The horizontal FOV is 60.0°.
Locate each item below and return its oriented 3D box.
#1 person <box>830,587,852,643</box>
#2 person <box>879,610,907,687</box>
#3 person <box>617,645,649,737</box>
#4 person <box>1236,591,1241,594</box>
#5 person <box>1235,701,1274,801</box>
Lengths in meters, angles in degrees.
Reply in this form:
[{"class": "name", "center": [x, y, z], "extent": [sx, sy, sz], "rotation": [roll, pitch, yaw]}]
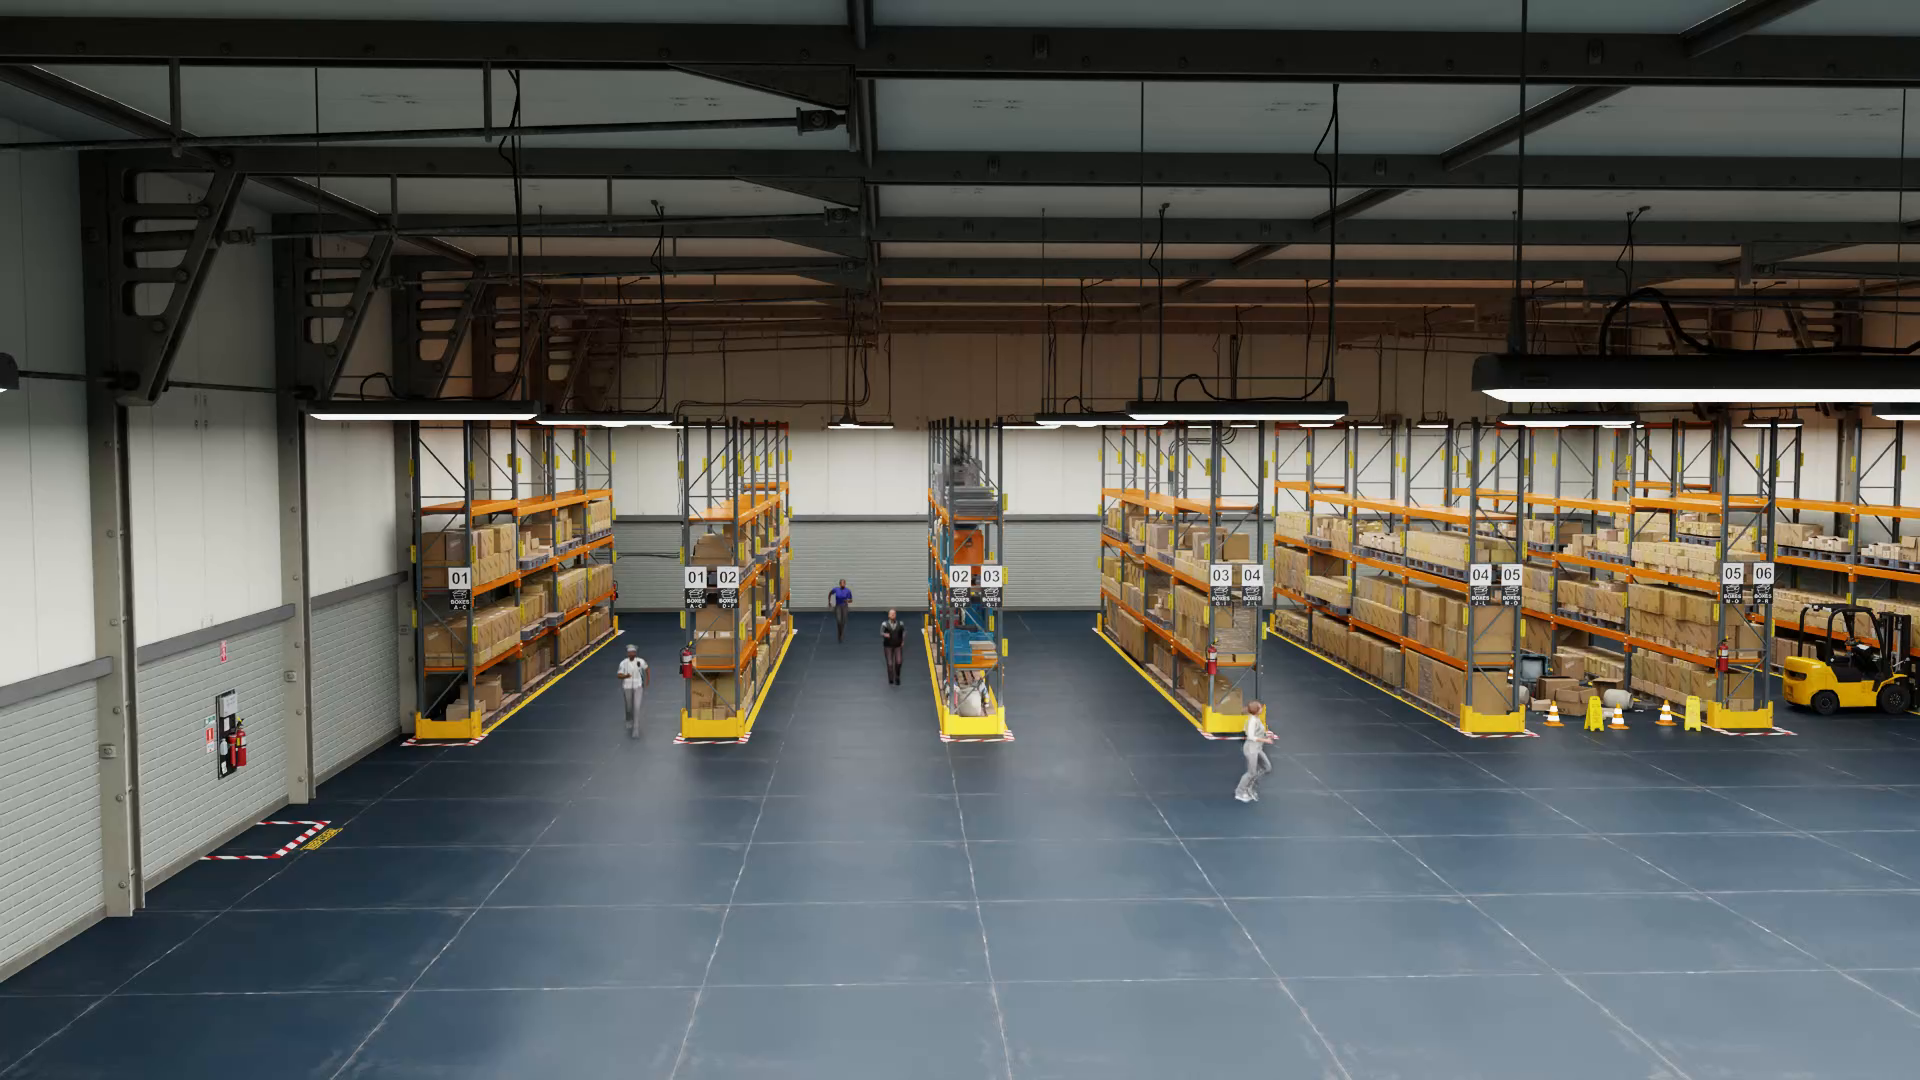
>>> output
[{"class": "person", "center": [-3.071, 1.917, 43.026], "extent": [0.554, 1.467, 0.656], "rotation": [0, 4, -7]}, {"class": "person", "center": [-1.489, 2.406, 37.322], "extent": [0.640, 1.680, 0.668], "rotation": [0, 4, -5]}, {"class": "person", "center": [-6.192, 2.817, 31.488], "extent": [0.585, 1.683, 0.983], "rotation": [0, 4, -7]}, {"class": "person", "center": [7.813, 1.773, 47.968], "extent": [0.635, 1.563, 0.461], "rotation": [2, 4, 23]}, {"class": "person", "center": [4.540, 3.257, 25.587], "extent": [0.627, 1.577, 0.499], "rotation": [2, 4, 23]}]
